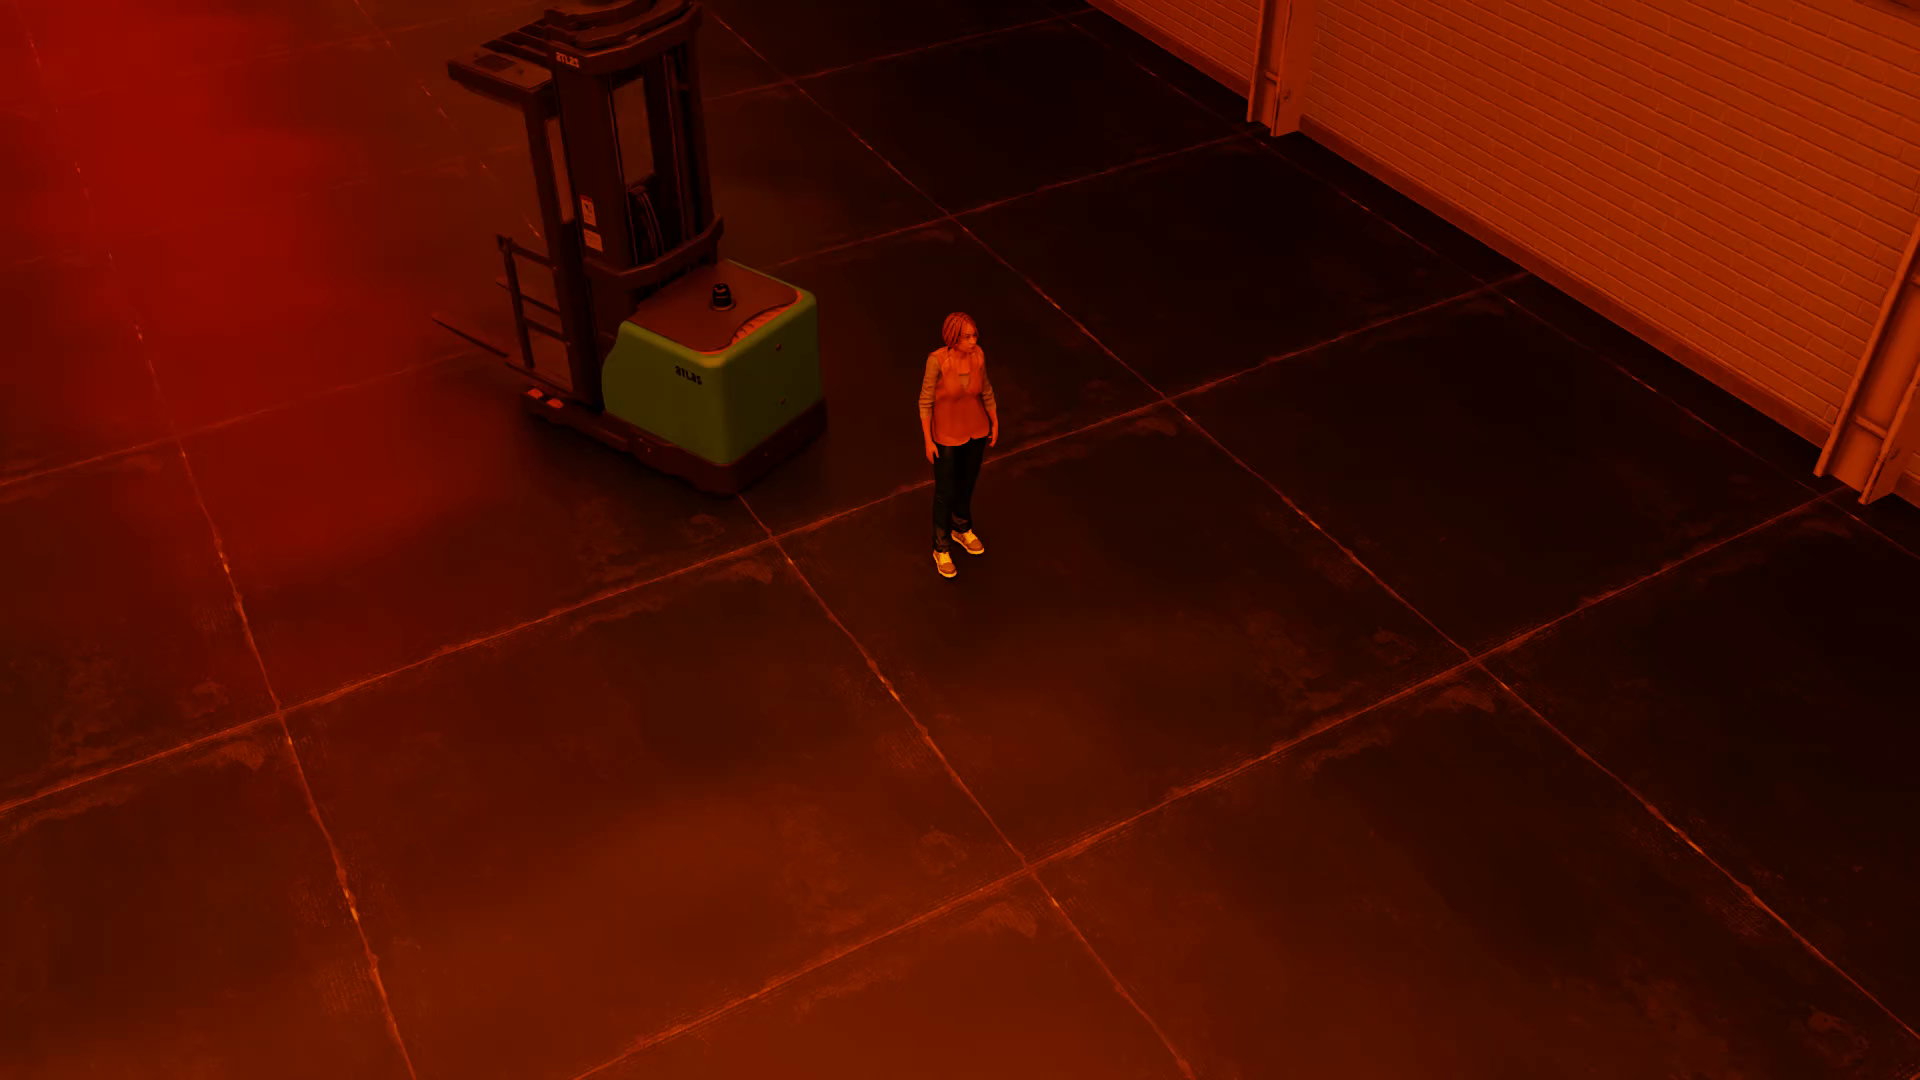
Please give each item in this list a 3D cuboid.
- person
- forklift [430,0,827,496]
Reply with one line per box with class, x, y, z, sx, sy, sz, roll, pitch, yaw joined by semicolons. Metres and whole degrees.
person;0.025;-0.575;9.763;0.520;1.596;0.476;-20;44;-23
forklift;-2.382;-2.167;10.649;3.031;2.935;1.130;25;46;27
